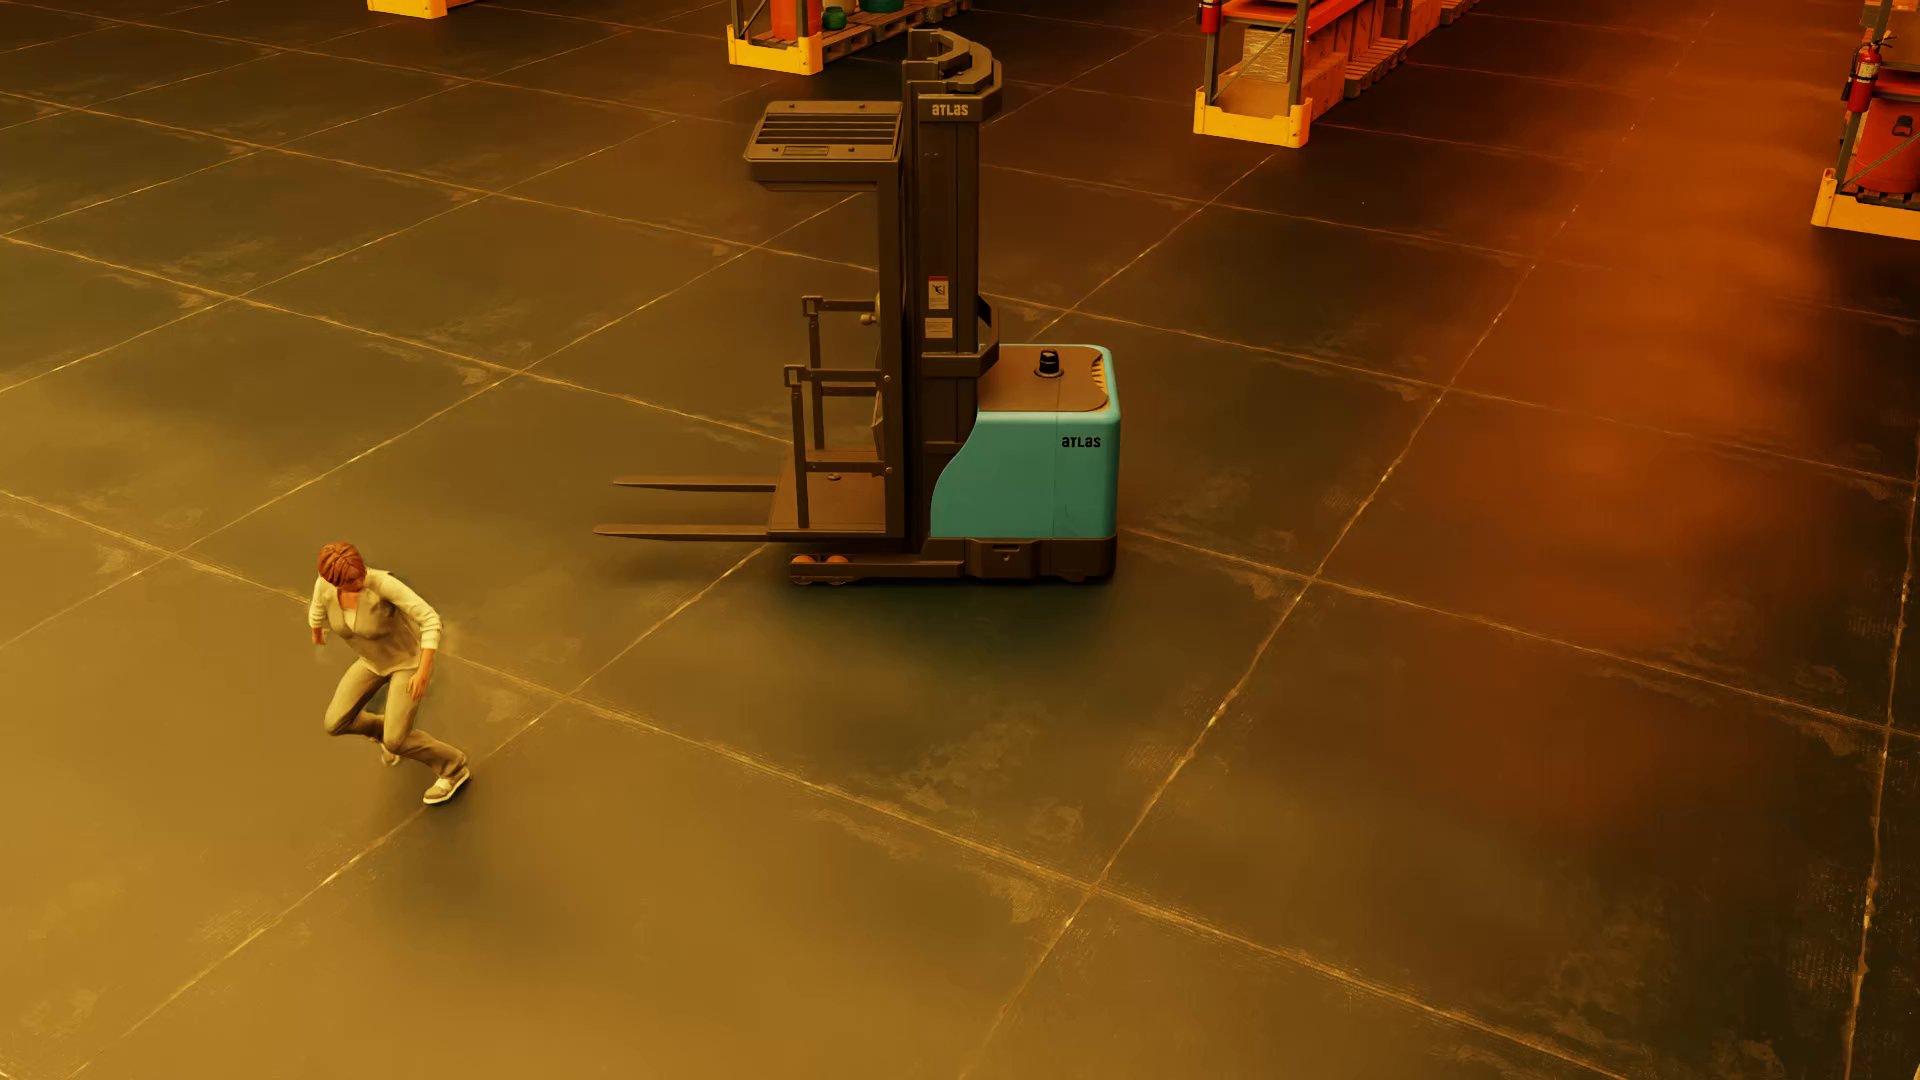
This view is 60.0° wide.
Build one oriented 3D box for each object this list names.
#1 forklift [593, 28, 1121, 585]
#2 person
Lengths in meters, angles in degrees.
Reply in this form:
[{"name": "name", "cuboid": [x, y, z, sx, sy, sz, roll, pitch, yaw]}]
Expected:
[{"name": "forklift", "cuboid": [-0.610, -1.275, 9.279, 3.031, 2.935, 1.130, 0, 30, 1]}, {"name": "person", "cuboid": [-2.685, 0.567, 7.631, 0.843, 1.453, 0.445, 11, 32, 19]}]
